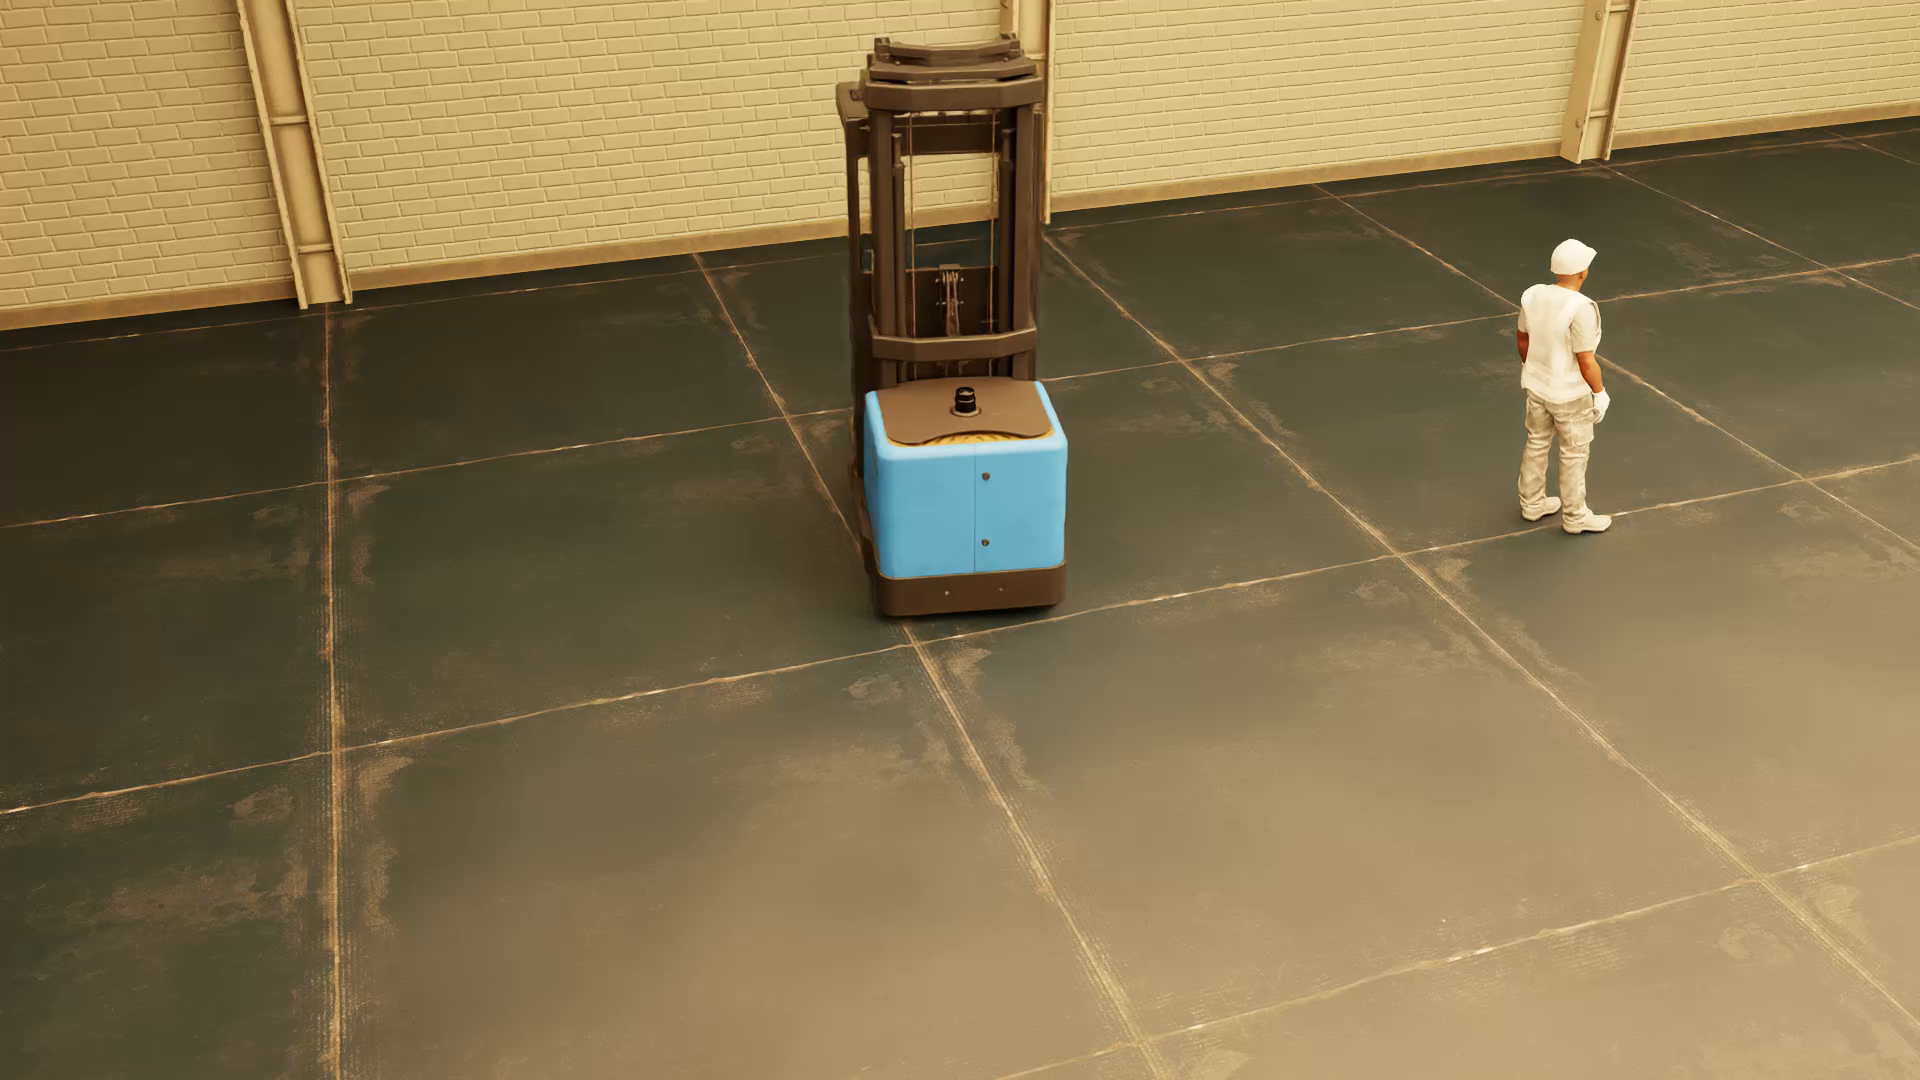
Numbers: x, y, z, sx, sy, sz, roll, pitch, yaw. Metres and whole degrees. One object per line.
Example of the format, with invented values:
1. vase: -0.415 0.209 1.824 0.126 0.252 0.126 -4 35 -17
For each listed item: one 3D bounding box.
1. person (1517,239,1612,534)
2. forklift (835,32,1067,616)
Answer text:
1. person: 3.597 -0.923 9.828 0.577 1.781 0.656 -13 32 -21
2. forklift: -0.127 -1.565 9.806 1.130 2.935 3.031 -4 30 -7
